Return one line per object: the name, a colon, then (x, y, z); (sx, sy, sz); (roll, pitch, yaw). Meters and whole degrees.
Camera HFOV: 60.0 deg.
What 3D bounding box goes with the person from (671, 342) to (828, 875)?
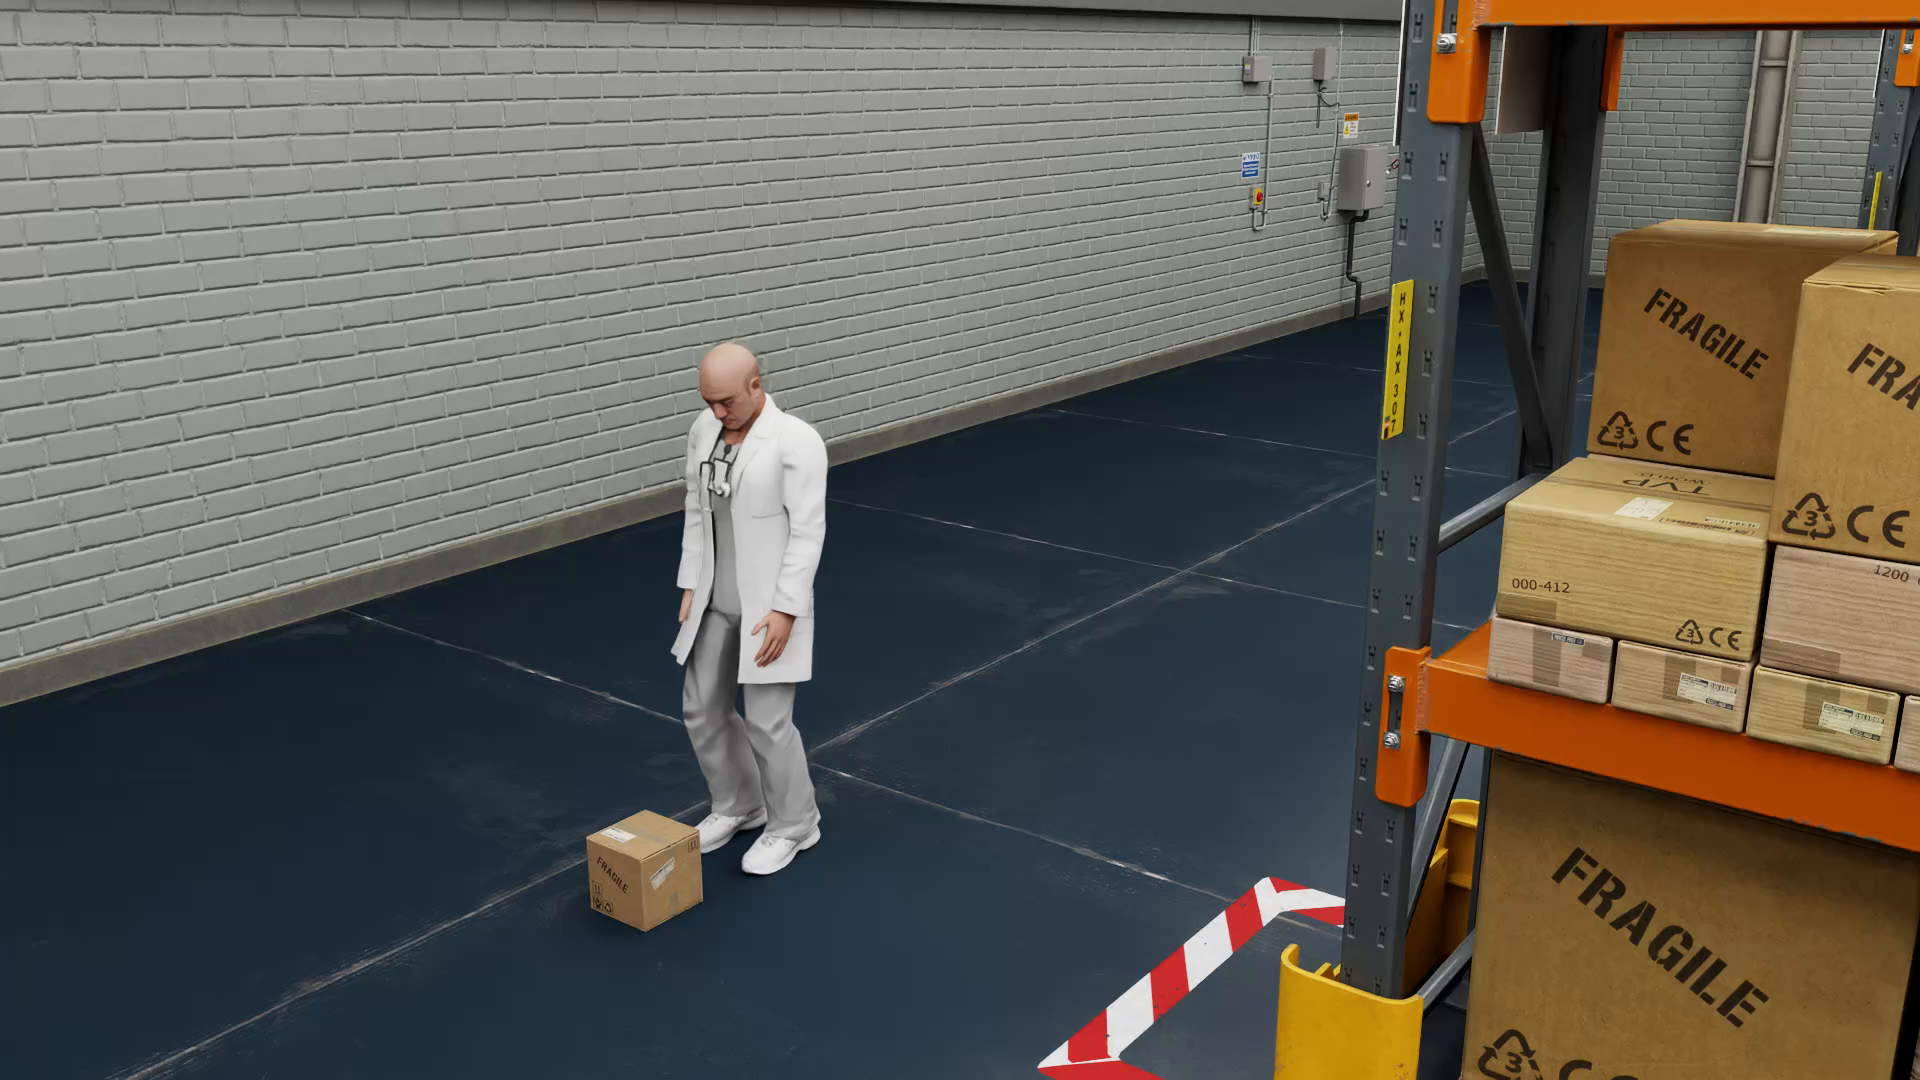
person: (-0.678, 0.221, 5.399); (0.583, 1.738, 0.403); (12, 20, 36)
